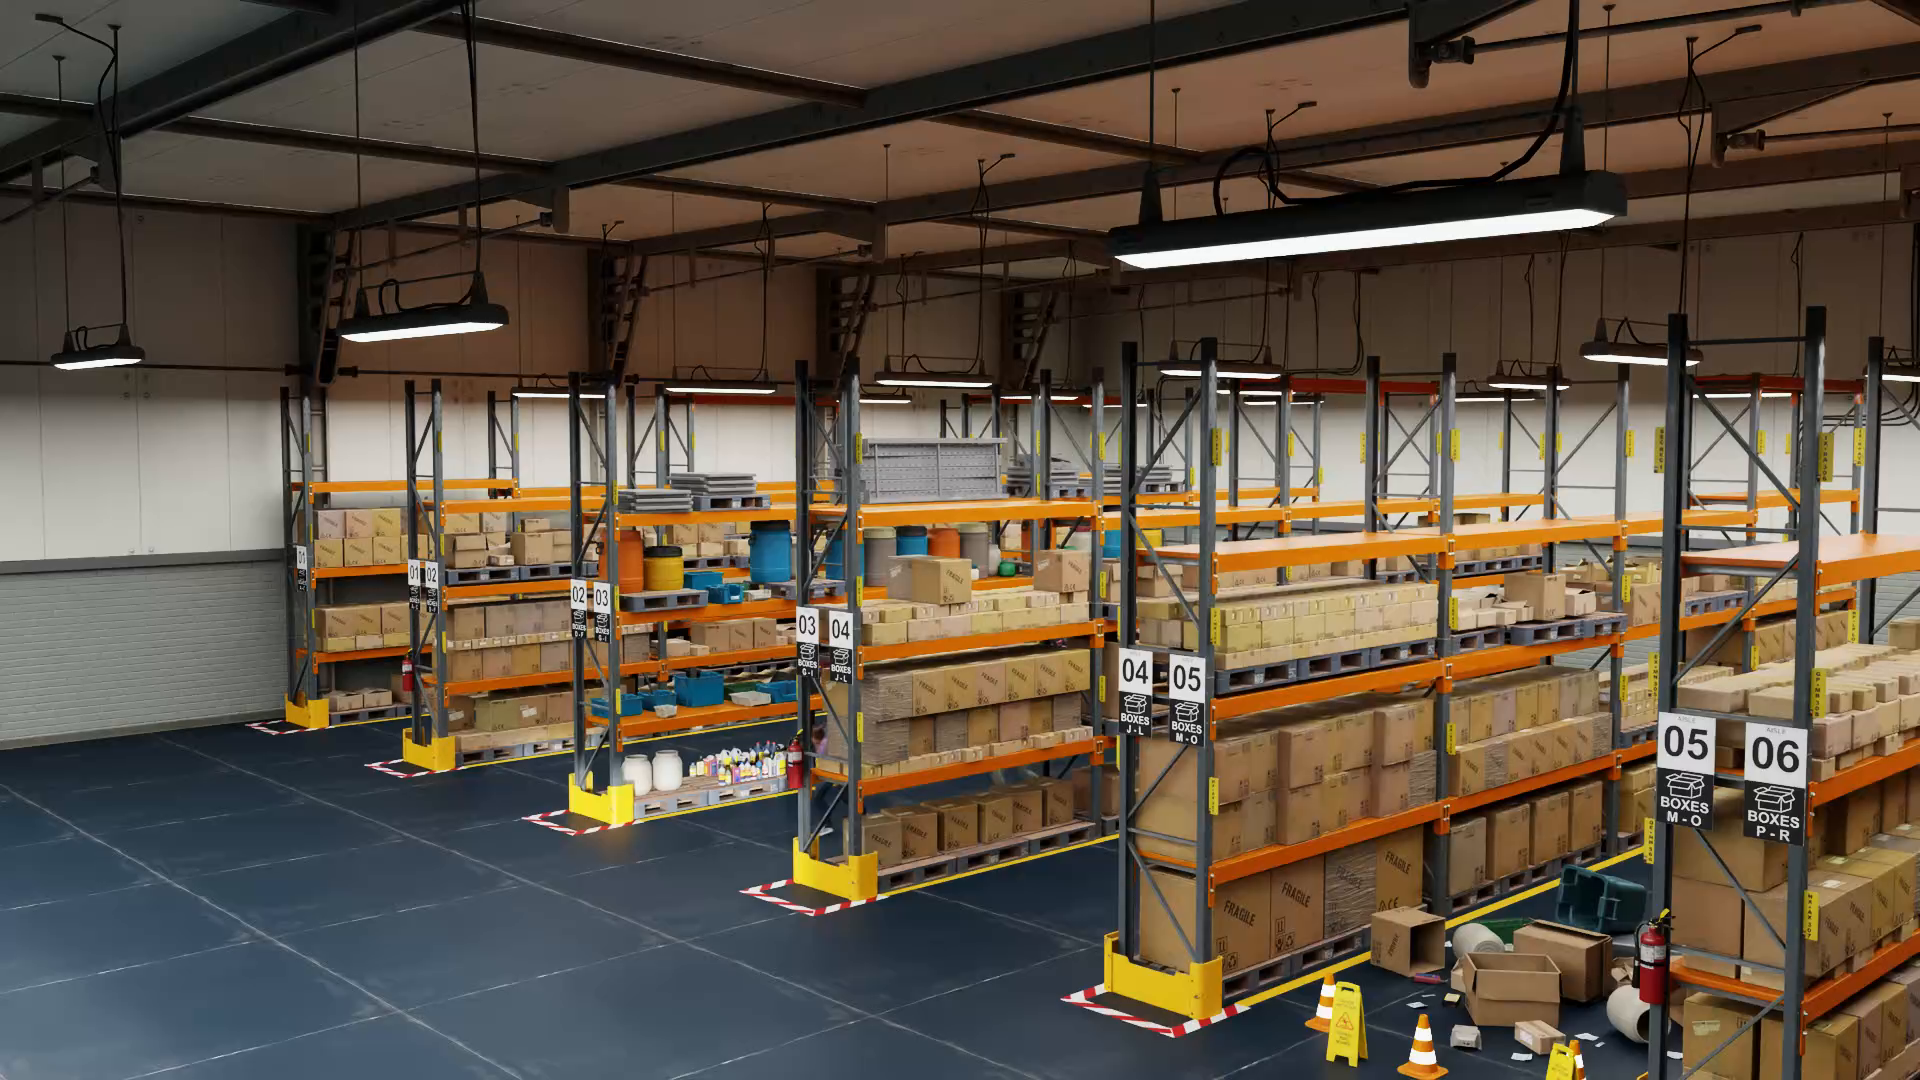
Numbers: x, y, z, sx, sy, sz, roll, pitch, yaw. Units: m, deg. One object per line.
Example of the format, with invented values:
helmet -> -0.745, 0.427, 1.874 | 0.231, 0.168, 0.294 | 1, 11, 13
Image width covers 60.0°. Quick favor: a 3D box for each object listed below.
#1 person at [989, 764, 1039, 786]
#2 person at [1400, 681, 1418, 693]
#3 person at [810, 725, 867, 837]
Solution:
person -> 0.758, 2.985, 23.259 | 1.097, 1.429, 0.595 | -2, 4, -25
person -> 6.885, 2.823, 24.526 | 0.989, 1.571, 0.669 | -2, 4, -29
person -> -1.556, 3.065, 21.459 | 0.973, 1.441, 0.547 | -3, 5, -40
